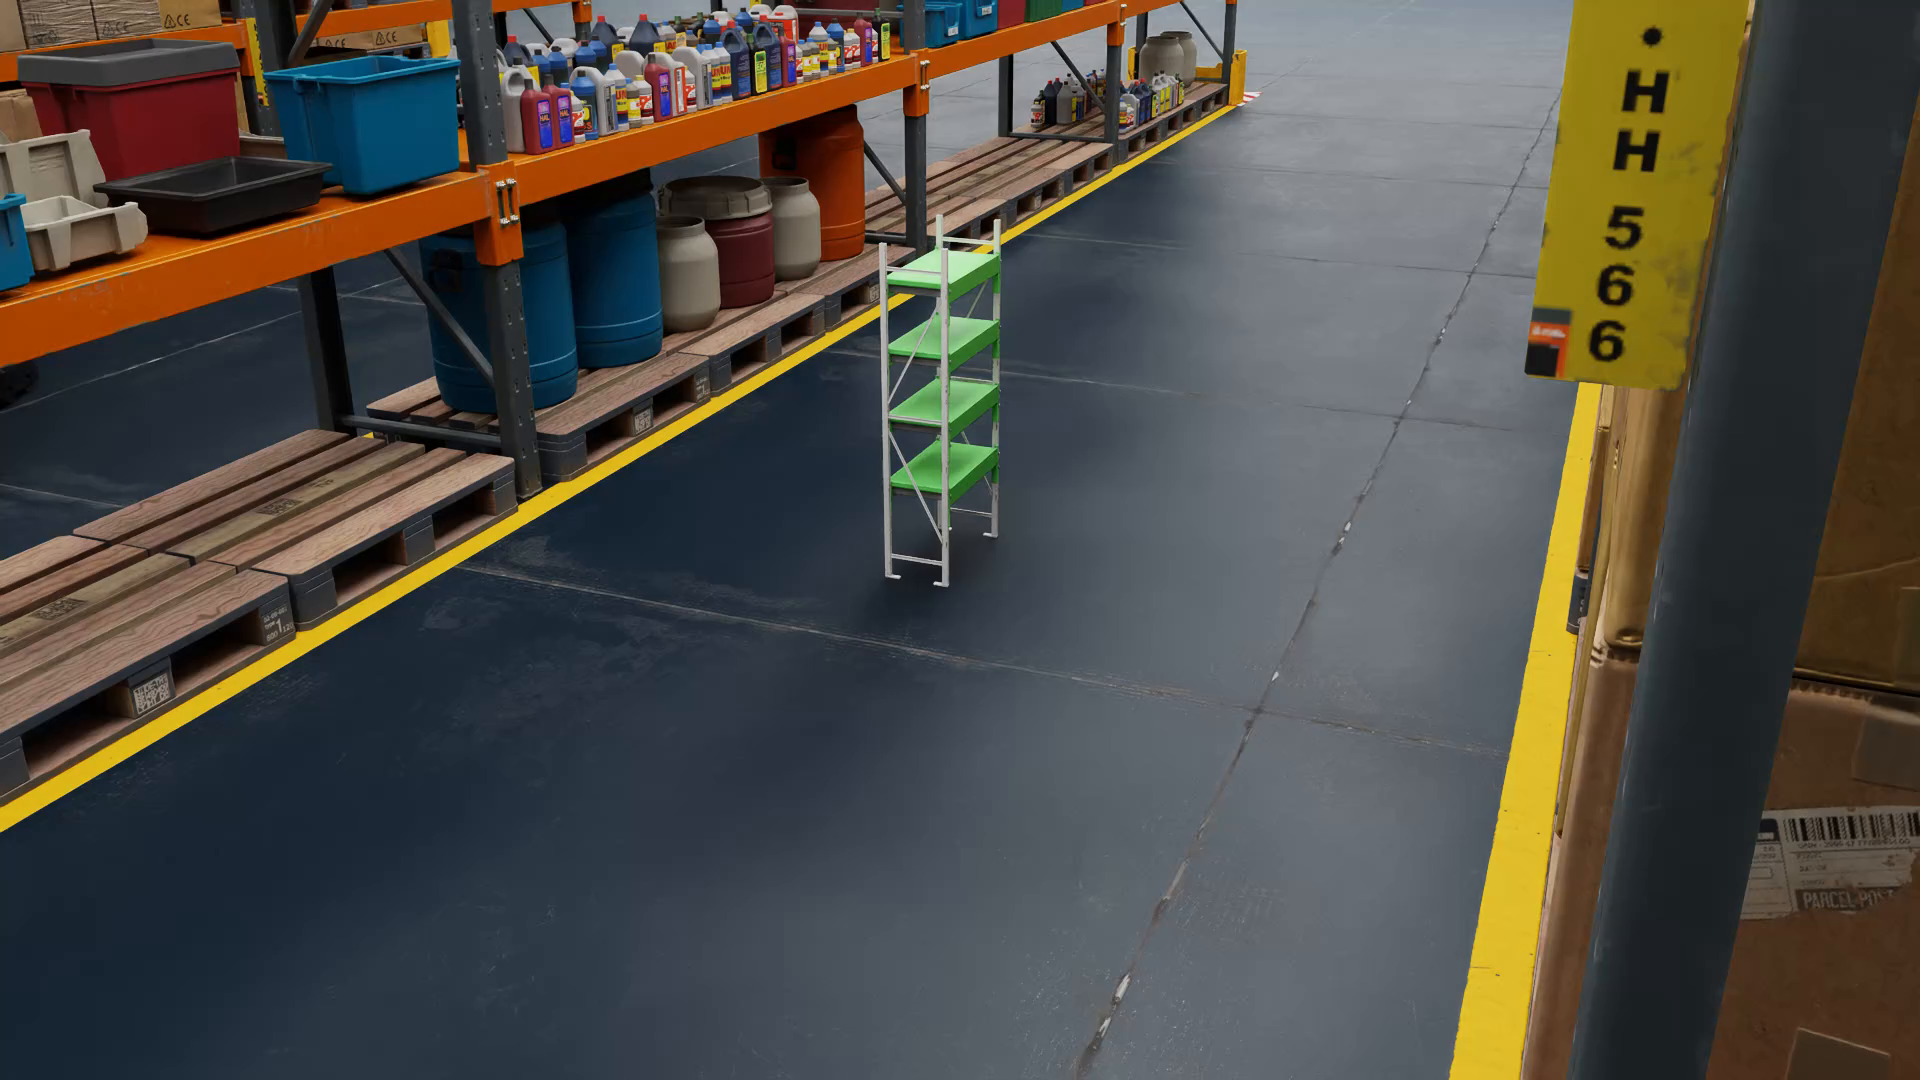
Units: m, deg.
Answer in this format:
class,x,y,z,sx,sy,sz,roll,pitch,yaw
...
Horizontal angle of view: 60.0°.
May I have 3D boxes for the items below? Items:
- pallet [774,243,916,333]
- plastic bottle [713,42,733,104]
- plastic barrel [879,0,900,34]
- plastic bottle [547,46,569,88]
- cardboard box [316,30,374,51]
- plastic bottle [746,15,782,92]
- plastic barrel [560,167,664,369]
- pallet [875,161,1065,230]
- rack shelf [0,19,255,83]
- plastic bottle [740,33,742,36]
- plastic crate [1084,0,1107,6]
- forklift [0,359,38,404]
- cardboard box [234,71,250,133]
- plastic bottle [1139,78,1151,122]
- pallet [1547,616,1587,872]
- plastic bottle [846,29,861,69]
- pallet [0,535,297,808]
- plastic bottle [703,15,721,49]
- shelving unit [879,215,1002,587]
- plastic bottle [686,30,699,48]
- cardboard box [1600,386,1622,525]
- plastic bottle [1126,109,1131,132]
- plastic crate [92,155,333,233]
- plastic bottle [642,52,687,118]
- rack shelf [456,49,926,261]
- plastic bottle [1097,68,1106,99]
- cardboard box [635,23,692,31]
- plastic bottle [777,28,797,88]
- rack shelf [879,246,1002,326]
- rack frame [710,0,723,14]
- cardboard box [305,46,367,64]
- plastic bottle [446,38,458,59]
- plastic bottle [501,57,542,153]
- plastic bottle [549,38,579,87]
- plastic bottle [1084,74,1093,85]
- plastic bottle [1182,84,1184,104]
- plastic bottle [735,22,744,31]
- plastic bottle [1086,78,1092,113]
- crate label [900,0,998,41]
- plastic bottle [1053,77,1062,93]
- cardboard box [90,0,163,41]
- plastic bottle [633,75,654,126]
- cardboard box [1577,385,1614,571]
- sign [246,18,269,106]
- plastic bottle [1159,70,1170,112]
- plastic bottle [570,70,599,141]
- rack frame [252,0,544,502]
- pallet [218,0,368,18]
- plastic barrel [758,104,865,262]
class,x,y,z,sx,sy,sz,roll,pitch,yaw
pallet,-0.940,-1.488,9.537,1.003,0.211,1.213,9,24,20
plastic bottle,-1.111,-2.169,7.719,0.097,0.271,0.097,0,23,0
plastic barrel,-0.502,-3.513,10.623,0.421,0.512,0.421,0,23,0
plastic bottle,-1.830,-2.107,7.570,0.097,0.271,0.097,0,23,0
cardboard box,-7.396,-6.027,18.998,0.875,0.875,0.875,8,24,19
plastic bottle,-0.962,-2.374,8.105,0.144,0.351,0.185,9,24,20
plastic barrel,-1.691,-1.302,7.653,0.600,0.901,0.708,9,24,20
pallet,0.093,-2.482,11.919,1.003,0.211,1.213,9,24,20
rack shelf,-6.027,-2.724,9.812,1.077,0.370,4.000,9,24,20
plastic bottle,-1.039,-2.288,7.988,0.061,0.283,0.133,9,24,20
plastic crate,0.904,-4.306,12.584,0.402,0.464,0.583,9,24,20
forklift,-4.968,-1.945,7.103,1.130,2.935,3.031,-2,23,-5
cardboard box,-5.560,-2.741,11.132,1.225,0.875,0.875,8,24,18
plastic bottle,1.555,-3.771,14.253,0.144,0.351,0.185,8,24,18
pallet,2.170,0.612,4.511,1.003,0.211,1.213,9,24,20
plastic bottle,-0.586,-2.644,8.945,0.097,0.201,0.097,0,23,0
pallet,-2.860,0.363,5.108,1.003,0.211,1.213,9,24,20
plastic bottle,-1.331,-2.683,8.947,0.097,0.271,0.097,0,23,0
shelving unit,-0.062,-0.494,5.877,0.258,1.200,0.503,9,24,20
plastic bottle,-1.437,-2.611,8.867,0.097,0.201,0.097,0,23,0
cardboard box,1.421,-0.279,2.896,0.500,0.500,0.500,8,24,19
plastic bottle,1.363,-3.493,13.781,0.097,0.201,0.097,0,23,0
plastic crate,-2.338,-1.093,5.253,0.437,0.125,0.590,9,24,20
plastic bottle,-1.302,-2.016,7.346,0.152,0.276,0.135,9,24,20
rack shelf,-1.429,-2.015,8.115,1.077,0.370,4.000,9,24,20
plastic bottle,1.323,-4.265,15.538,0.097,0.271,0.097,0,23,0
cardboard box,-3.001,-5.013,17.059,0.500,0.500,0.500,11,25,25
plastic bottle,-0.865,-2.394,8.240,0.061,0.283,0.133,9,24,20
rack shelf,-0.062,-0.878,5.717,0.258,0.148,0.480,9,24,20
rack frame,-2.313,-6.634,18.241,1.000,3.000,0.127,9,24,20
cardboard box,-4.876,-3.602,12.682,0.500,0.250,0.500,12,25,26
plastic bottle,-2.134,-1.984,7.172,0.144,0.351,0.185,9,24,20
plastic bottle,-1.725,-1.702,6.497,0.144,0.351,0.185,9,24,20
plastic bottle,-1.866,-2.203,7.794,0.152,0.276,0.135,9,24,20
plastic bottle,1.158,-4.107,15.159,0.097,0.271,0.097,0,23,0
plastic bottle,2.011,-4.117,15.274,0.097,0.201,0.097,0,23,0
plastic bottle,-1.251,-2.790,9.295,0.097,0.201,0.097,0,23,0
plastic bottle,1.126,-3.942,14.749,0.061,0.283,0.133,9,24,20
crate label,-0.066,-3.395,10.441,0.502,0.435,0.616,9,24,20
plastic bottle,0.843,-3.815,14.357,0.144,0.351,0.185,8,24,17
cardboard box,-5.428,-3.428,10.435,0.500,0.500,0.500,9,24,20
plastic bottle,-1.369,-1.889,7.137,0.097,0.201,0.097,0,23,0
cardboard box,2.343,-0.188,5.480,0.500,0.500,0.500,9,24,20
sign,-2.682,-1.838,6.400,0.100,0.325,0.005,9,24,20
plastic bottle,1.782,-3.990,14.777,0.144,0.351,0.185,10,25,22
plastic bottle,-1.528,-1.768,6.758,0.097,0.271,0.097,0,23,0
rack frame,-2.172,-1.631,6.263,1.000,3.000,0.127,9,24,20
pallet,-5.119,-3.953,12.071,1.213,0.211,1.003,9,24,20
plastic barrel,-0.852,-2.077,9.602,0.600,0.830,0.708,9,24,20
